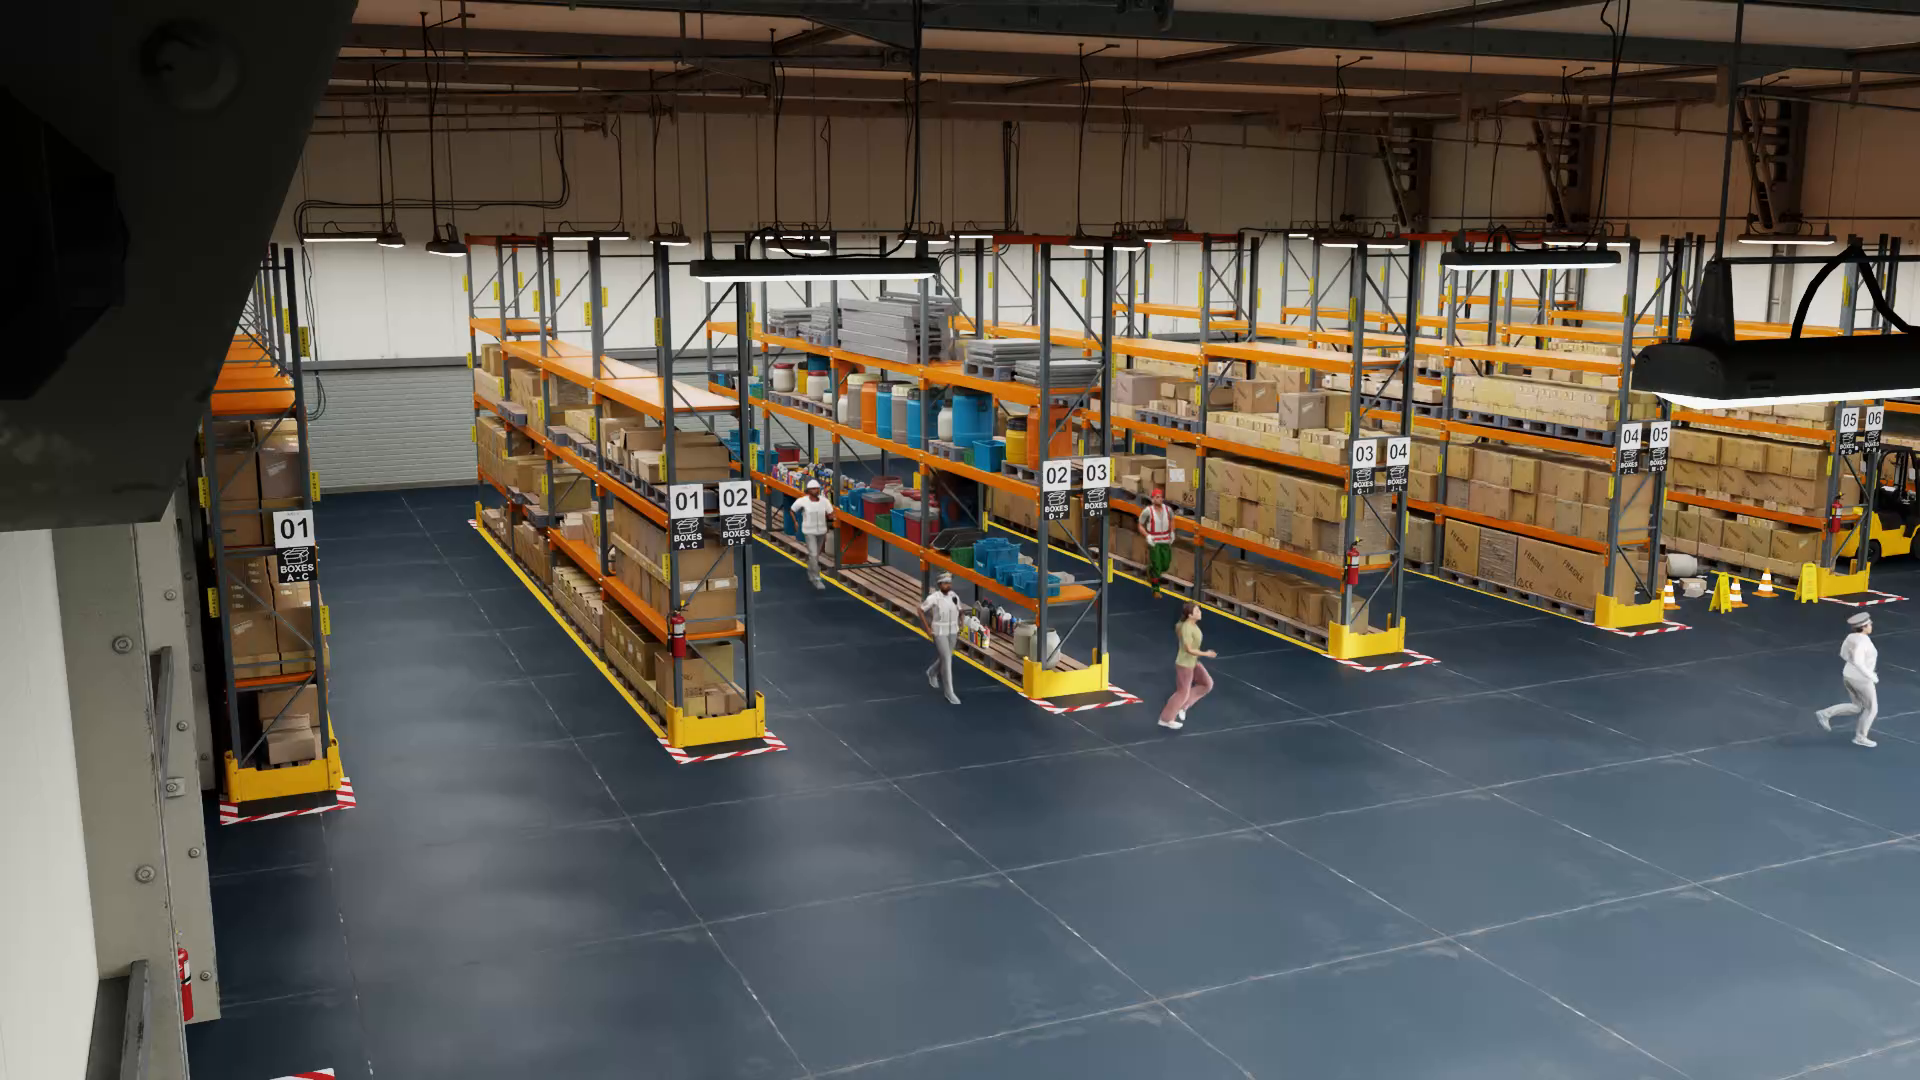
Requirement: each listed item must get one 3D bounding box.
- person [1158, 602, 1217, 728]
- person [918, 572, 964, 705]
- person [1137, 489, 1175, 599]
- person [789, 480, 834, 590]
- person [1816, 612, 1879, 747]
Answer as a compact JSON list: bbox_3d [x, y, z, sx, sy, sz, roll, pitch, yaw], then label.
[{"bbox_3d":[2.864,1.555,20.807,0.718,1.623,0.600,3,11,16],"label":"person"},{"bbox_3d":[-0.226,1.261,22.136,0.585,1.721,0.845,-8,13,-34],"label":"person"},{"bbox_3d":[3.158,0.034,26.842,0.657,1.772,0.674,-4,12,-18],"label":"person"},{"bbox_3d":[-2.408,-0.104,27.629,0.700,1.798,0.944,-6,12,-28],"label":"person"},{"bbox_3d":[10.846,1.690,20.122,0.649,1.677,0.618,1,11,5],"label":"person"}]
